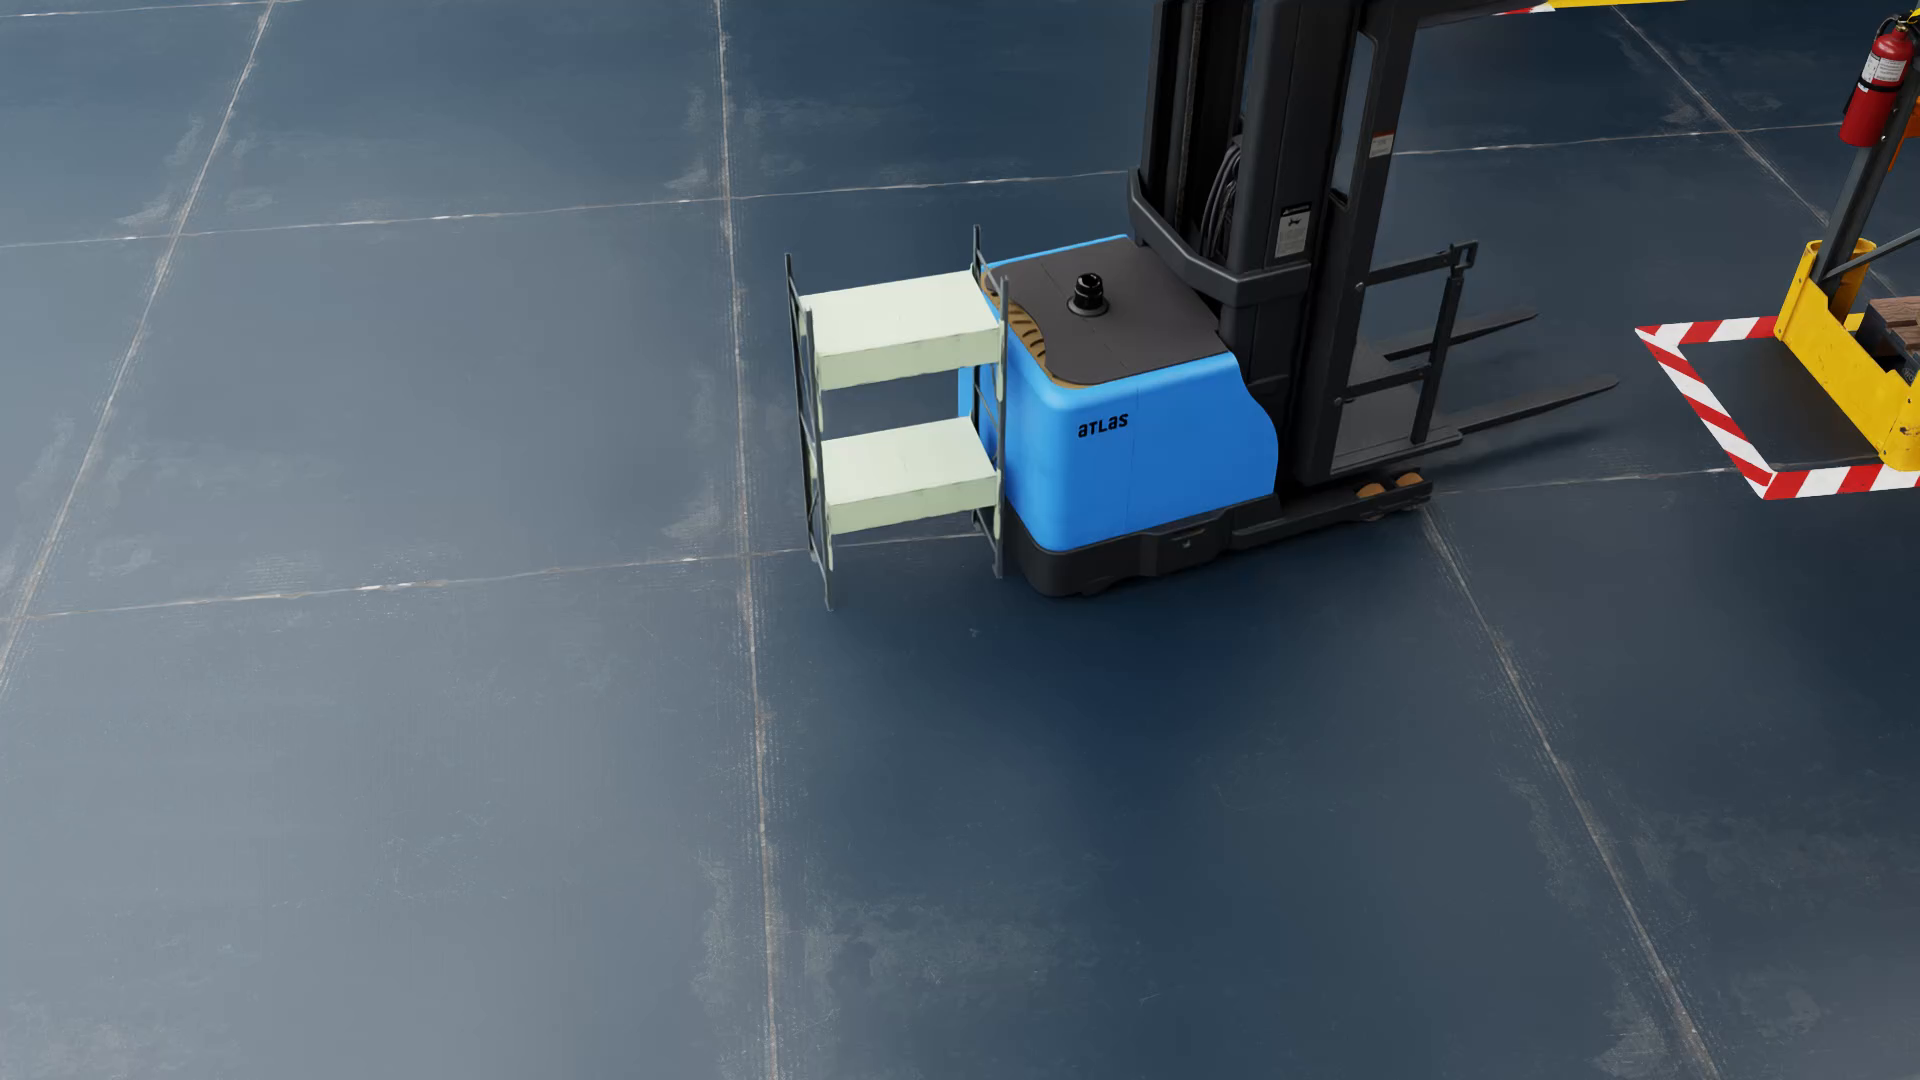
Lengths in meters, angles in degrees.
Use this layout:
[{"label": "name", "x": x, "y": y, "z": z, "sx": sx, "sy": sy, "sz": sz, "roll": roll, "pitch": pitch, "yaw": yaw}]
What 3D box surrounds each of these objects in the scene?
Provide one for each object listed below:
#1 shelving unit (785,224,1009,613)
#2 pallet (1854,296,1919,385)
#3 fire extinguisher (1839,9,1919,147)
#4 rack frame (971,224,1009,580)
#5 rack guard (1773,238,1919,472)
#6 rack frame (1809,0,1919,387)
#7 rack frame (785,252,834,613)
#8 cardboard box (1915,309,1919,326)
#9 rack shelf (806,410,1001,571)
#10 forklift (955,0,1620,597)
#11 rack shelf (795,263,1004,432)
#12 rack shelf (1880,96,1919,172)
[{"label": "shelving unit", "x": -0.237, "y": -0.452, "z": 6.631, "sx": 0.755, "sy": 1.500, "sz": 0.431, "roll": -11, "pitch": 43, "yaw": -12}, {"label": "pallet", "x": 5.164, "y": -0.836, "z": 8.019, "sx": 1.213, "sy": 0.211, "sz": 1.003, "roll": -5, "pitch": 42, "yaw": -6}, {"label": "fire extinguisher", "x": 4.106, "y": -2.085, "z": 7.380, "sx": 0.183, "sy": 0.674, "sz": 0.296, "roll": -5, "pitch": 42, "yaw": -6}, {"label": "rack frame", "x": 0.115, "y": -0.518, "z": 6.704, "sx": 0.023, "sy": 1.500, "sz": 0.400, "roll": -11, "pitch": 43, "yaw": -12}, {"label": "rack guard", "x": 4.354, "y": -0.896, "z": 7.870, "sx": 0.348, "sy": 0.500, "sz": 1.175, "roll": -5, "pitch": 42, "yaw": -6}, {"label": "rack frame", "x": 4.279, "y": -1.817, "z": 7.025, "sx": 0.127, "sy": 3.000, "sz": 1.000, "roll": -5, "pitch": 42, "yaw": -6}, {"label": "rack frame", "x": -0.590, "y": -0.385, "z": 6.558, "sx": 0.023, "sy": 1.500, "sz": 0.400, "roll": -11, "pitch": 43, "yaw": -12}, {"label": "cardboard box", "x": 4.900, "y": -1.088, "z": 7.770, "sx": 0.500, "sy": 0.500, "sz": 0.500, "roll": 2, "pitch": 42, "yaw": 2}, {"label": "rack shelf", "x": -0.237, "y": -0.210, "z": 6.849, "sx": 0.720, "sy": 0.370, "sz": 0.431, "roll": -11, "pitch": 43, "yaw": -12}, {"label": "forklift", "x": 1.546, "y": -1.485, "z": 6.708, "sx": 3.031, "sy": 2.935, "sz": 1.130, "roll": -15, "pitch": 44, "yaw": -16}, {"label": "rack shelf", "x": -0.237, "y": -0.741, "z": 6.369, "sx": 0.720, "sy": 0.370, "sz": 0.431, "roll": -11, "pitch": 43, "yaw": -12}, {"label": "rack shelf", "x": 6.262, "y": -1.724, "z": 7.459, "sx": 4.000, "sy": 0.370, "sz": 1.077, "roll": -5, "pitch": 42, "yaw": -6}]
